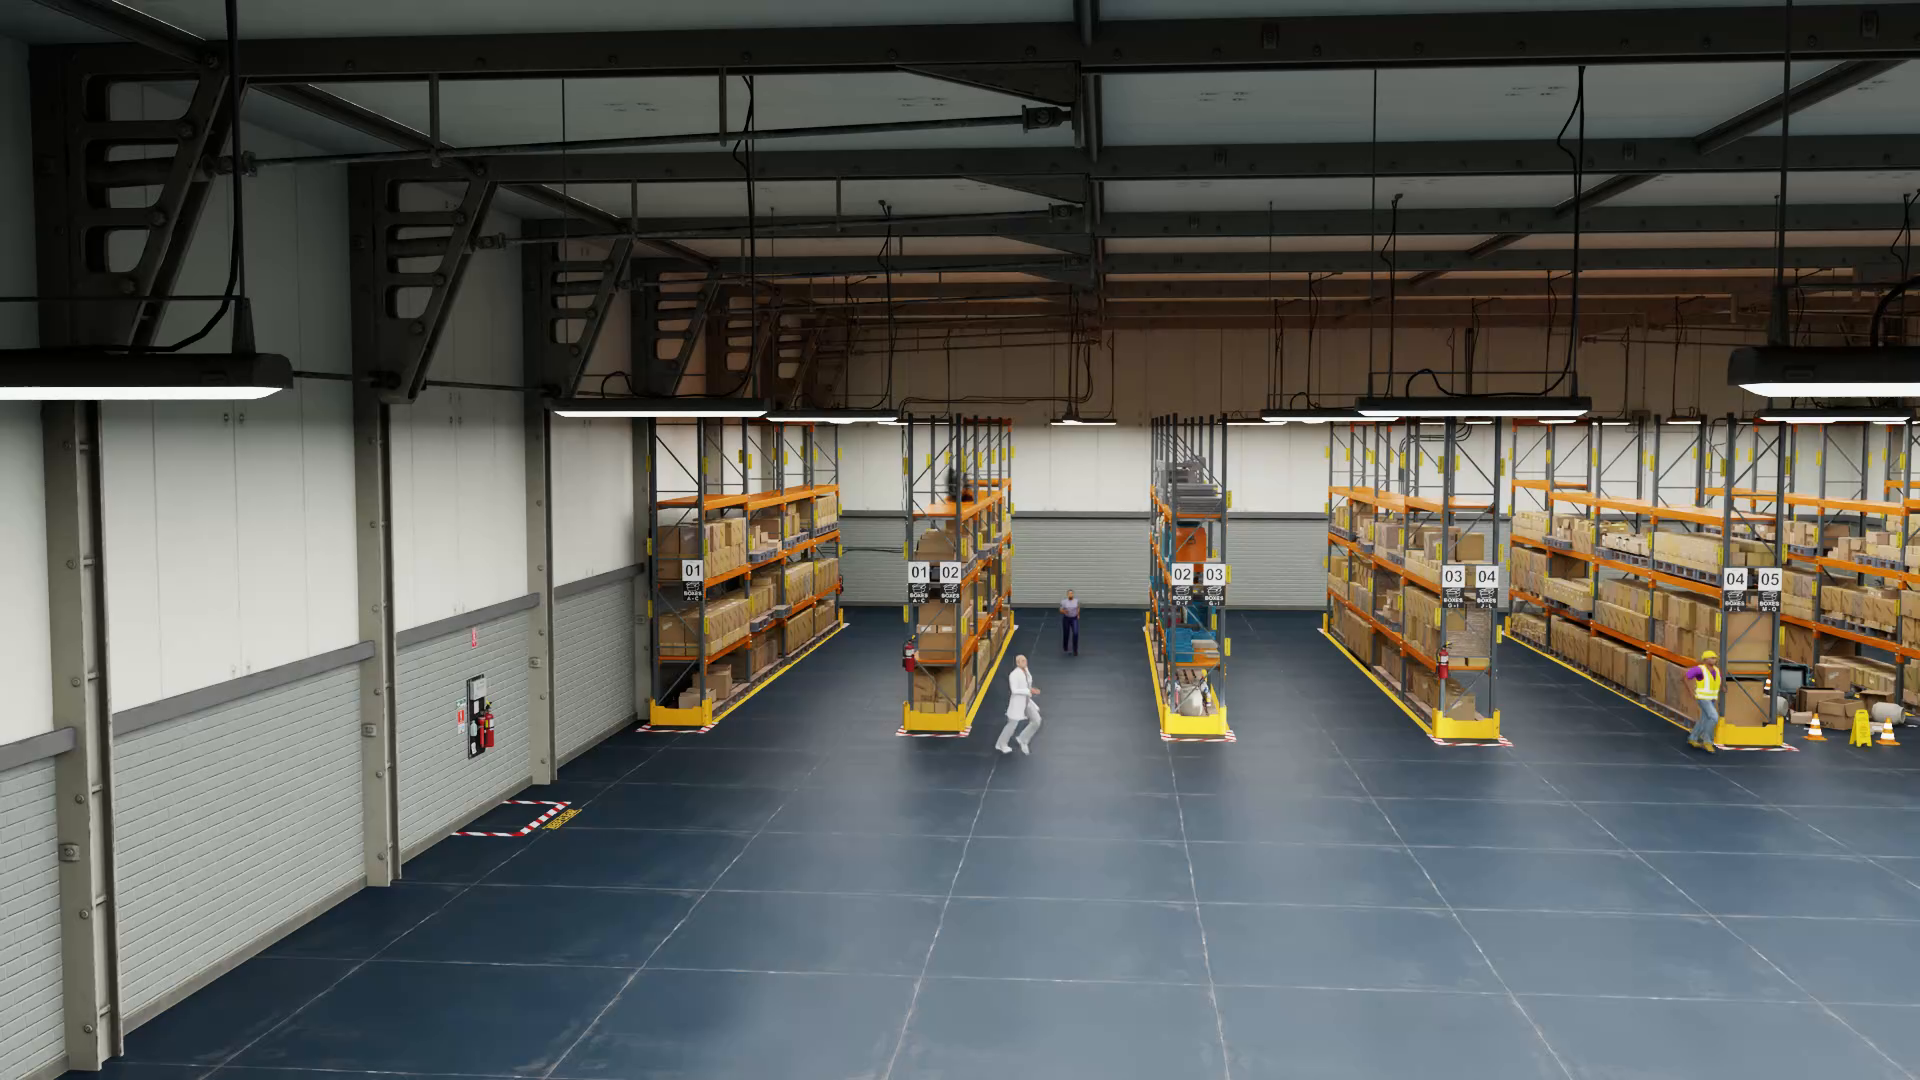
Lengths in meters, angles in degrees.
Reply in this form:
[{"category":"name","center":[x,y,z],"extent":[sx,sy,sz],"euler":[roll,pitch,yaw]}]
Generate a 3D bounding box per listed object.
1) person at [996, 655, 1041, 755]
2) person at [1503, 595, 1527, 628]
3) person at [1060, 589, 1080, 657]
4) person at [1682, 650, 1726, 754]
[{"category":"person","center":[1.070,2.878,29.079],"extent":[0.931,1.770,0.729],"euler":[3,5,39]},{"category":"person","center":[15.893,1.670,47.485],"extent":[0.724,1.727,0.947],"euler":[1,4,15]},{"category":"person","center":[2.779,2.080,42.014],"extent":[0.550,1.698,0.821],"euler":[0,4,-2]},{"category":"person","center":[13.277,2.848,29.551],"extent":[0.683,1.784,0.668],"euler":[-2,4,-27]}]
